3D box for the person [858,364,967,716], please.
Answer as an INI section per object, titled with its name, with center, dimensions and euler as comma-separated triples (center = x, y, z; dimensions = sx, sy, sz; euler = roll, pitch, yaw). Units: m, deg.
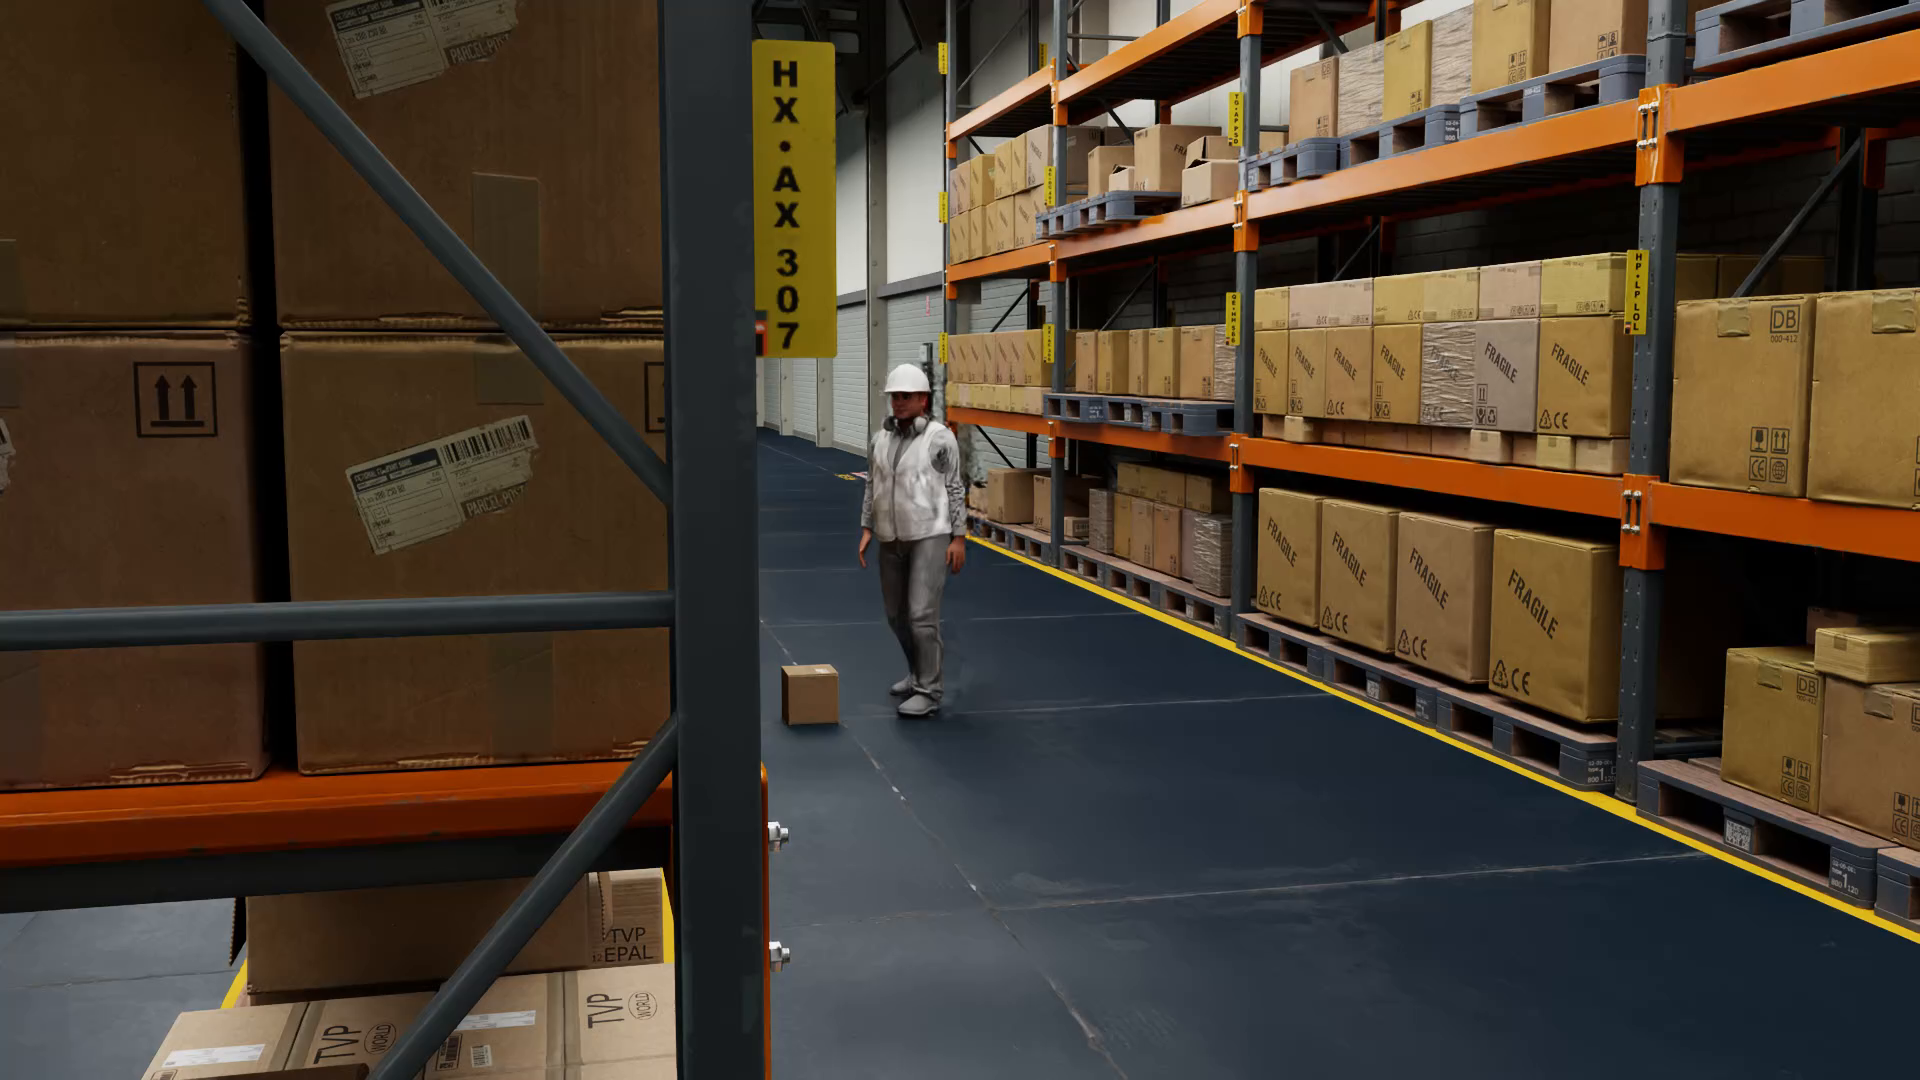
[person]
center = -0.233, -0.018, 8.554
dimensions = 0.595, 1.763, 0.718
euler = 4, 7, 32
